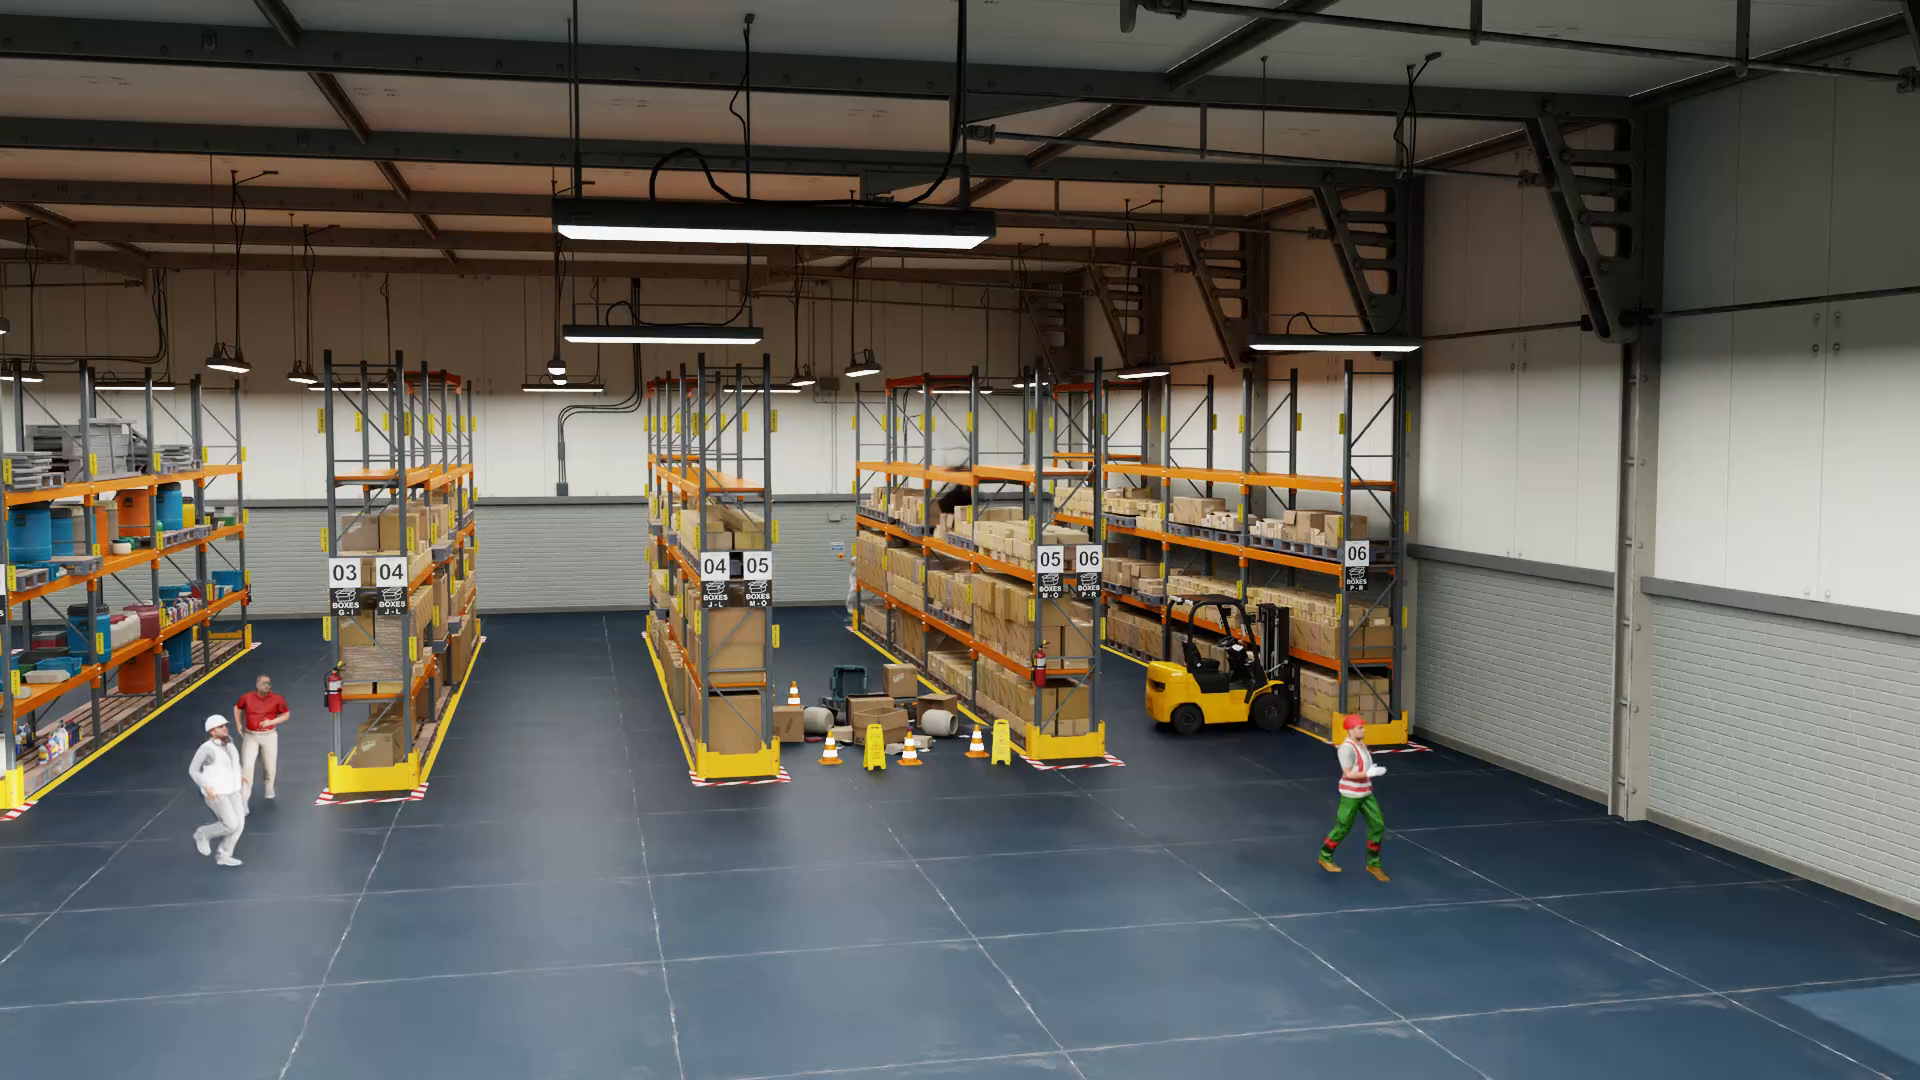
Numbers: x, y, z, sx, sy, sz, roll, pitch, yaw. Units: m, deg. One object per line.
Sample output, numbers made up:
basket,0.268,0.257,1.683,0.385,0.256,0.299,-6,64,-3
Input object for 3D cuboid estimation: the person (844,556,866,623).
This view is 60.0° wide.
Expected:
person,-2.600,1.238,41.737,0.757,1.723,0.711,1,4,7

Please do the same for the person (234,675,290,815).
person,-9.130,2.634,21.778,0.670,1.743,0.941,-2,4,-24

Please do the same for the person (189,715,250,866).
person,-8.379,2.837,18.861,0.573,1.721,0.674,1,4,16

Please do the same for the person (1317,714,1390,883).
person,4.341,2.829,18.269,0.802,1.841,0.662,4,5,42
